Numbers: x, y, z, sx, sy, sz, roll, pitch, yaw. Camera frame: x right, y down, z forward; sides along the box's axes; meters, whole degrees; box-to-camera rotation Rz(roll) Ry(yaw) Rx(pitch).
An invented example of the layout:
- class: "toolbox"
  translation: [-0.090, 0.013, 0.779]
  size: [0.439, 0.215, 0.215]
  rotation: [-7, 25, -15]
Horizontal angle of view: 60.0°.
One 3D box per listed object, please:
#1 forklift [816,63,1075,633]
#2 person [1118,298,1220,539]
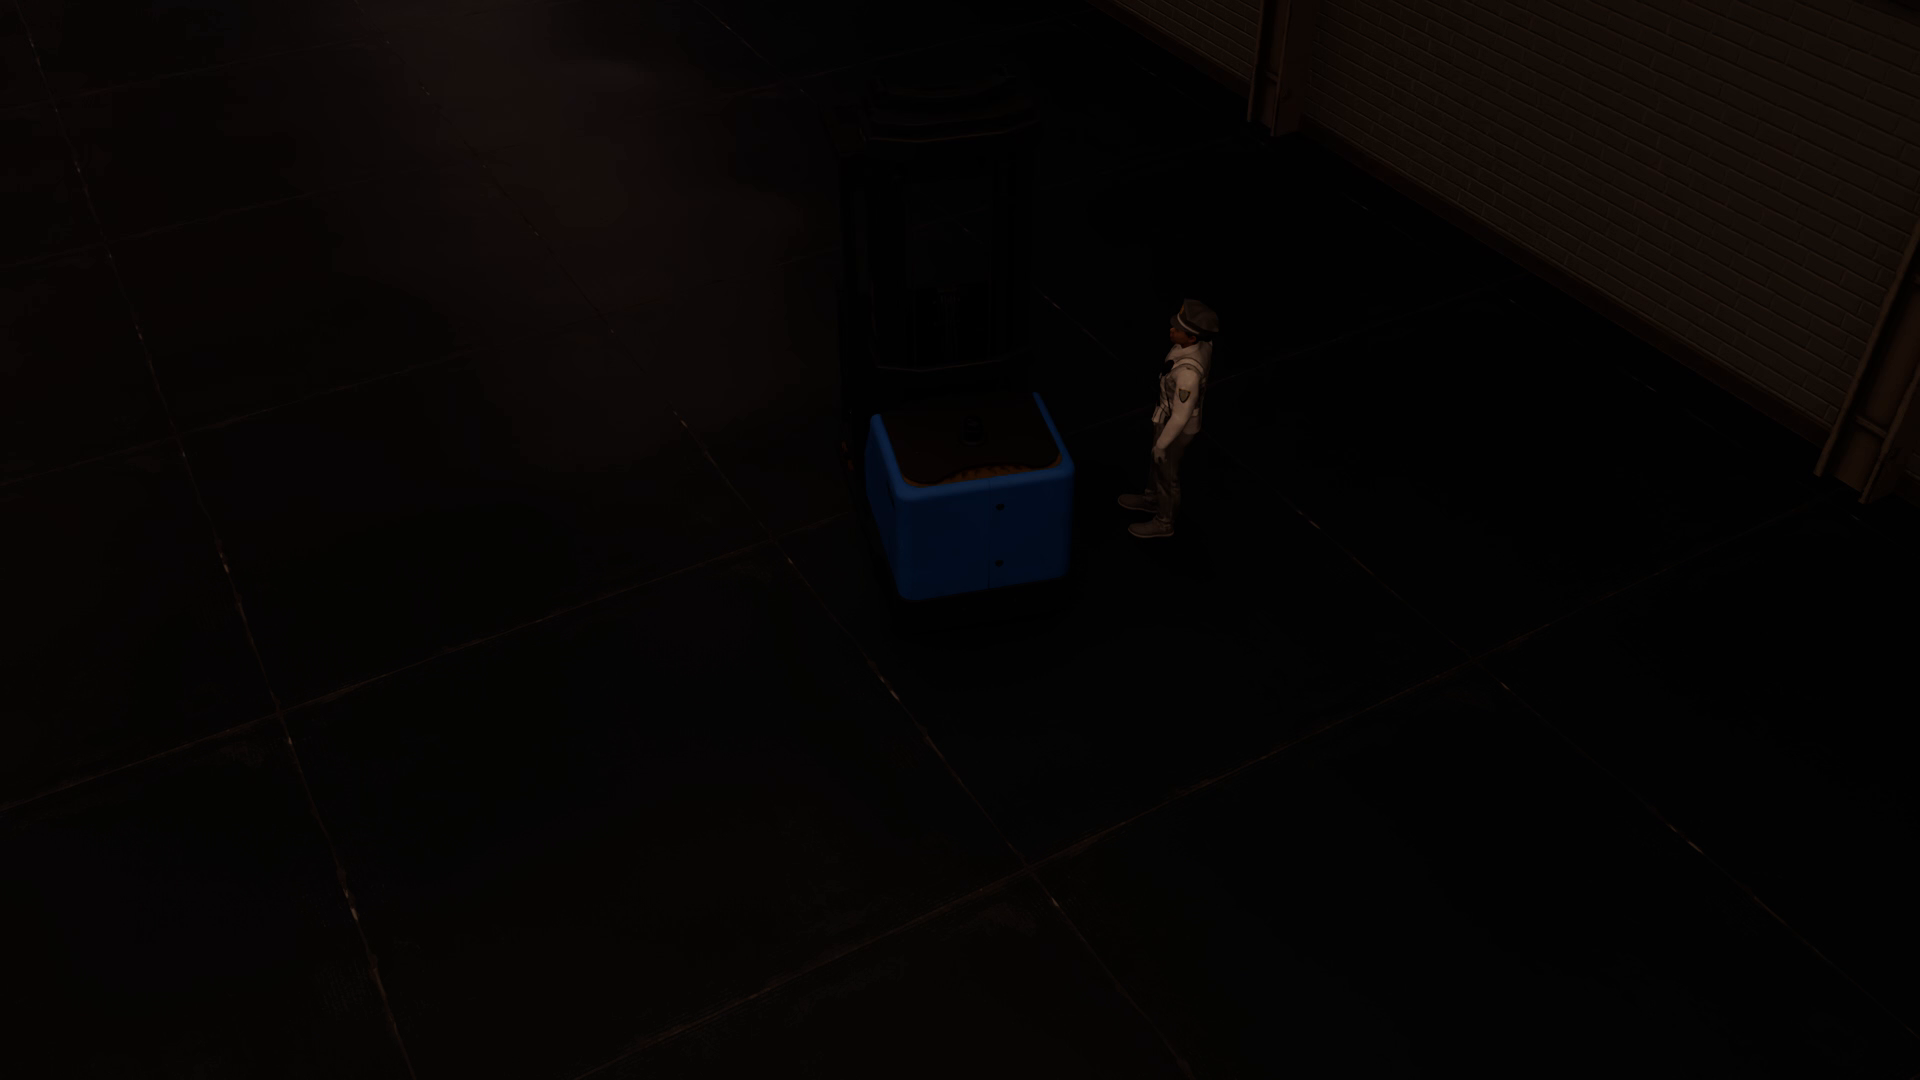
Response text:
- class: "forklift"
  translation: [-0.191, -1.540, 9.893]
  size: [1.130, 2.935, 3.031]
  rotation: [-9, 40, -10]
- class: "person"
  translation: [1.206, -0.706, 9.844]
  size: [0.530, 1.694, 0.586]
  rotation: [9, 41, 11]
